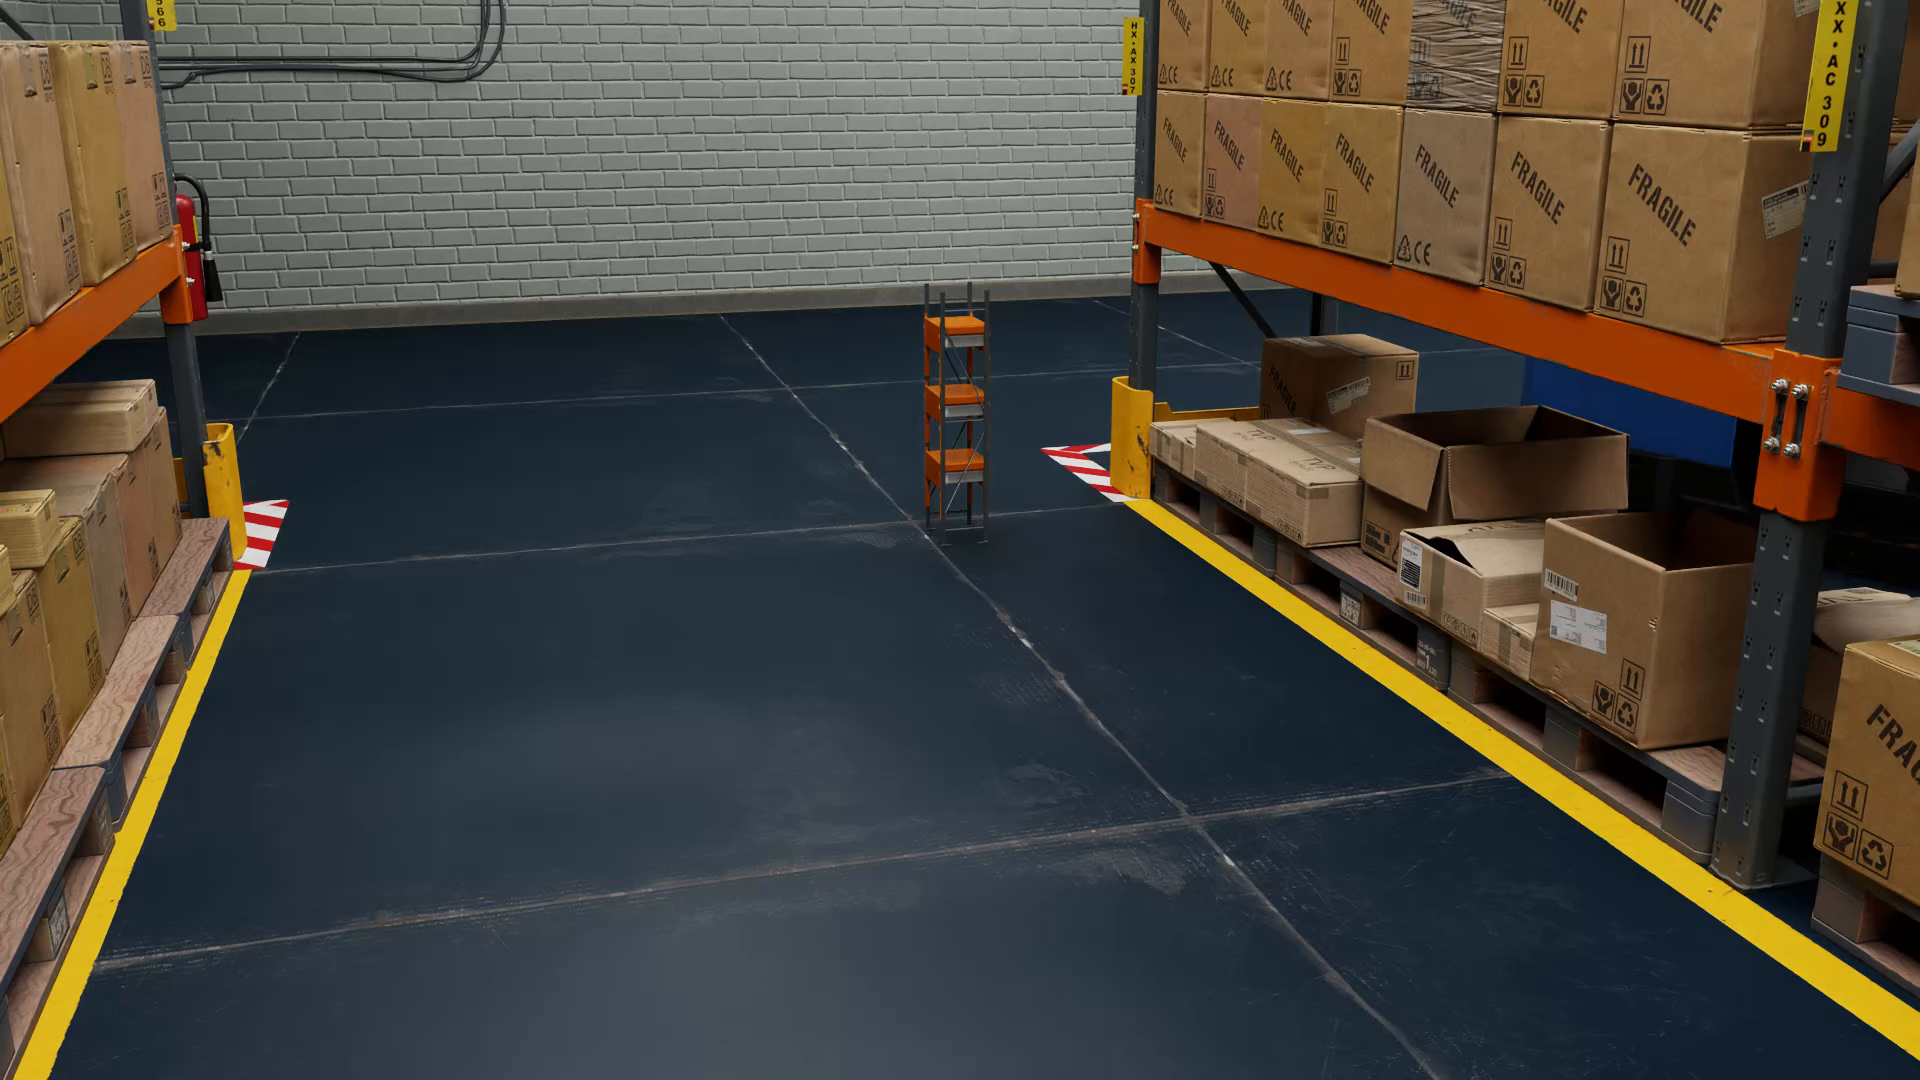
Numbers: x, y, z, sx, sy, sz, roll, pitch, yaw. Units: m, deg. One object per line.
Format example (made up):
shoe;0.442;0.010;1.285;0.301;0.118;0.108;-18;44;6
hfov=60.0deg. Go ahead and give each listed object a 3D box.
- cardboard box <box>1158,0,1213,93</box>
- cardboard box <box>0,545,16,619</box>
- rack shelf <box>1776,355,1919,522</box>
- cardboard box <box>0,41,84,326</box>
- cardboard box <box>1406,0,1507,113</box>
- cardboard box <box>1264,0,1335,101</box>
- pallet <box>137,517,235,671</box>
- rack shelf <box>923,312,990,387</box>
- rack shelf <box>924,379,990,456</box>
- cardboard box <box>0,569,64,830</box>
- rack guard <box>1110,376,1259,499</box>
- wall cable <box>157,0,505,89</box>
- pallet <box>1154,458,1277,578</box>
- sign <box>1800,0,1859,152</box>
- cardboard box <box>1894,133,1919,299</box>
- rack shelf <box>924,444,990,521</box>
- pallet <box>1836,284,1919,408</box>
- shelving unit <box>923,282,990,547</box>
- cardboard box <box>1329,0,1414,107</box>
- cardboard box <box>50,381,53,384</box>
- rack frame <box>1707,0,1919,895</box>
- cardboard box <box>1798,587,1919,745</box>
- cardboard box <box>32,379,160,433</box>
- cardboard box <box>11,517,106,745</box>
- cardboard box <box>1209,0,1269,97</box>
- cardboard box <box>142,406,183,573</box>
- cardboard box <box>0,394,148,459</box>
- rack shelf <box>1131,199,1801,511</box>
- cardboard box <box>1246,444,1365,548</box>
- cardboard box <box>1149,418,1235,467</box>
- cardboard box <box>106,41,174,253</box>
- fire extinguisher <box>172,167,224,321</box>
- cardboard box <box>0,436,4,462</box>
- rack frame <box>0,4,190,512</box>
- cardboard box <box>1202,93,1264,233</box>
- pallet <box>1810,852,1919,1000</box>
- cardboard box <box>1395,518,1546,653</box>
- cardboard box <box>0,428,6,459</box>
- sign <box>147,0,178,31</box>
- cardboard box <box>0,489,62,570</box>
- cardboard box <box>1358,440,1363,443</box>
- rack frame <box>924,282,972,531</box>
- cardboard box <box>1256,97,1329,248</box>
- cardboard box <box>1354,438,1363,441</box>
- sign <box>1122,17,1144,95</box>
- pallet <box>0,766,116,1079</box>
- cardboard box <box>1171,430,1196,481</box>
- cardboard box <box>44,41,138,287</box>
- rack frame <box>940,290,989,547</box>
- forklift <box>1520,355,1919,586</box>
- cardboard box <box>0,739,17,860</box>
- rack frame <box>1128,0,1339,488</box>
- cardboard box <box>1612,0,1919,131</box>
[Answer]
cardboard box;1.146;-2.115;6.869;0.500;0.500;0.500;-4;17;-14
cardboard box;-2.411;0.128;3.799;0.380;0.149;0.250;-4;17;-13
rack shelf;2.927;0.272;2.084;1.077;0.370;4.000;-5;17;-15
cardboard box;-2.923;-0.931;4.316;0.980;0.700;0.700;-6;18;-18
cardboard box;1.707;-1.553;4.996;0.500;0.500;0.500;-5;17;-15
cardboard box;1.430;-1.833;5.927;0.500;0.500;0.500;-4;17;-14
pallet;-3.189;0.211;5.883;1.003;0.211;1.213;-5;17;-15
rack shelf;-0.015;-0.779;6.772;0.215;0.259;0.240;-5;17;-15
rack shelf;-0.015;-0.507;6.853;0.215;0.259;0.240;-5;17;-15
cardboard box;-2.627;0.409;3.993;0.700;0.500;0.500;-5;17;-16
rack guard;1.299;-0.514;7.795;1.175;0.500;0.348;-5;17;-15
wall cable;-4.695;-4.318;11.084;3.097;2.526;0.112;-5;17;-15
pallet;1.519;-0.155;7.102;1.003;0.211;1.213;-5;17;-15
sign;1.857;-0.995;3.547;0.100;0.325;0.005;-5;17;-15
cardboard box;2.292;-0.726;3.252;0.700;0.500;0.500;-12;20;-34
rack shelf;-0.015;-0.241;6.933;0.215;0.259;0.240;-5;17;-15
pallet;2.492;-0.304;3.085;1.003;0.211;1.213;-5;17;-15
shelving unit;-0.015;-0.518;6.850;0.215;1.050;0.252;-5;17;-15
cardboard box;1.570;-1.692;5.460;0.500;0.500;0.500;-5;17;-16
cardboard box;-3.422;-0.487;5.848;0.380;0.149;0.250;-5;17;-15
rack frame;2.377;-0.626;3.822;1.000;3.000;0.127;-5;17;-15
cardboard box;2.470;0.318;4.589;0.500;0.311;0.500;-5;17;-15
cardboard box;-2.985;-0.447;5.715;0.380;0.149;0.250;-5;17;-16
cardboard box;-2.766;0.266;4.466;0.700;0.500;0.500;-4;17;-14
cardboard box;1.297;-1.971;6.389;0.500;0.500;0.500;-5;17;-15
cardboard box;-3.196;-0.158;5.879;0.700;0.500;0.500;-5;17;-15
cardboard box;-2.914;-0.377;5.480;0.380;0.149;0.250;-4;17;-14
rack shelf;1.827;-0.835;5.767;1.077;0.370;4.000;-5;17;-15
cardboard box;1.429;-0.177;6.341;0.500;0.250;0.500;-5;17;-15
cardboard box;1.062;-0.435;7.376;0.380;0.149;0.250;-5;17;-15
cardboard box;-3.334;-1.343;5.688;0.980;0.700;0.700;-4;17;-13
fire extinguisher;-3.082;-1.202;6.523;0.296;0.674;0.183;-5;17;-15
cardboard box;-3.214;-0.278;5.151;0.380;0.149;0.250;-5;17;-15
rack frame;-3.481;-1.340;6.199;0.949;2.616;0.053;-5;17;-15
cardboard box;1.293;-1.494;6.539;0.500;0.500;0.500;-5;17;-16
pallet;2.637;0.932;3.484;1.003;0.211;1.213;-5;17;-15
cardboard box;1.742;0.108;5.286;0.500;0.311;0.500;-5;17;-15
cardboard box;-3.282;-0.347;5.382;0.380;0.149;0.250;-5;17;-15
sign;-2.959;-2.047;6.127;0.100;0.325;0.005;-5;17;-15
cardboard box;-2.554;-0.016;4.280;0.380;0.149;0.250;-5;17;-17
cardboard box;1.896;-0.230;6.519;0.500;0.250;0.500;-5;17;-15
rack frame;-0.048;-0.551;6.963;0.200;1.050;0.008;-5;17;-15
cardboard box;1.428;-1.355;6.076;0.500;0.500;0.500;-5;17;-15
cardboard box;1.689;-0.336;7.017;0.380;0.166;0.250;-5;17;-15
sign;0.756;-2.104;7.238;0.100;0.325;0.005;-5;17;-15
pallet;-2.519;0.886;3.636;1.003;0.211;1.213;-5;17;-15
cardboard box;1.131;-0.374;7.143;0.380;0.166;0.250;-5;17;-15
cardboard box;-3.124;-1.143;5.021;0.980;0.700;0.700;-5;17;-16
rack frame;0.019;-0.484;6.738;0.200;1.050;0.008;-5;17;-15
forklift;3.850;-1.387;6.475;1.130;2.935;3.031;-13;21;-36
cardboard box;-2.492;0.548;3.529;0.700;0.500;0.500;-4;17;-15
rack frame;1.278;-1.732;7.505;1.000;3.000;0.127;-5;17;-15
cardboard box;1.989;-1.272;4.061;0.500;0.500;0.500;-5;17;-15
